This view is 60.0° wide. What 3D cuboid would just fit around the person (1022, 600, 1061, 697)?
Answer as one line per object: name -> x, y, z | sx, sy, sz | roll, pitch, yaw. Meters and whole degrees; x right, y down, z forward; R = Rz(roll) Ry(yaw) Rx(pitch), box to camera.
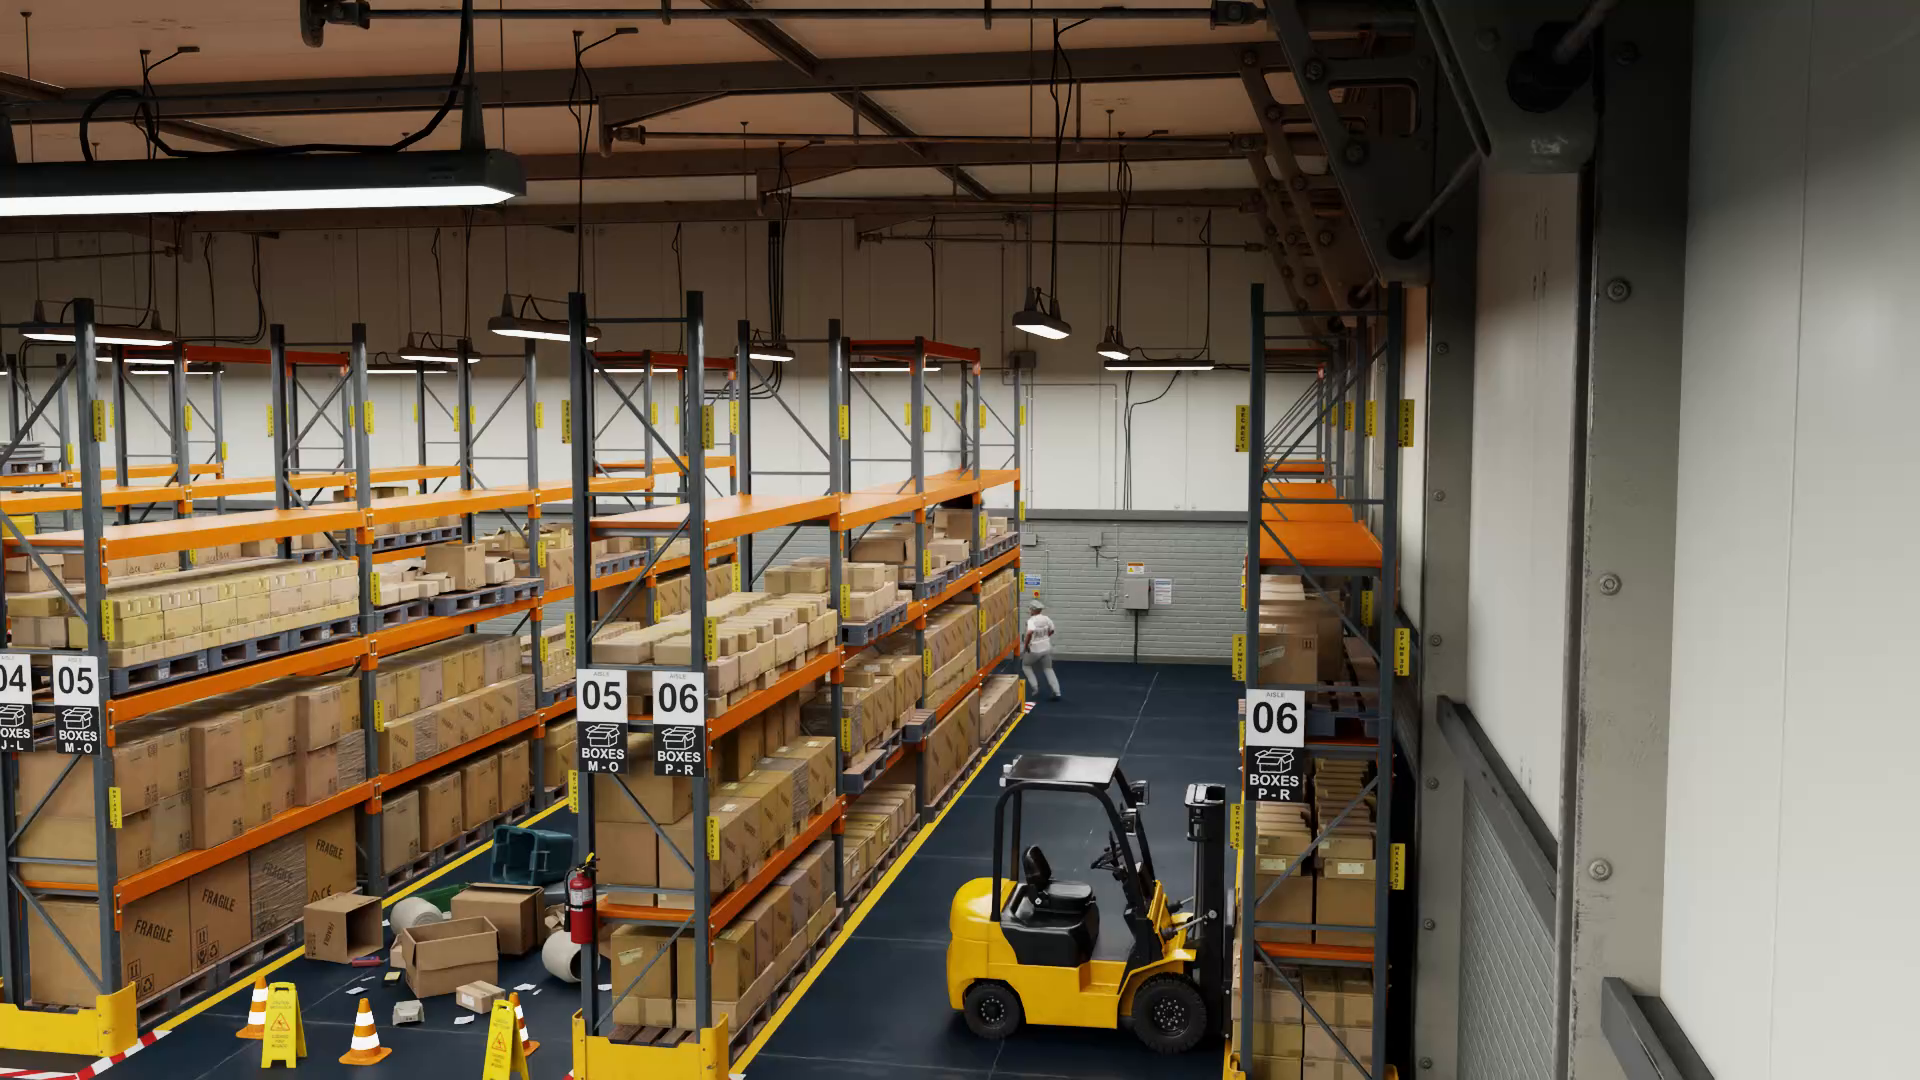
person -> 1.353, 1.934, 29.303 | 0.730, 1.755, 0.730 | -3, 5, -33
